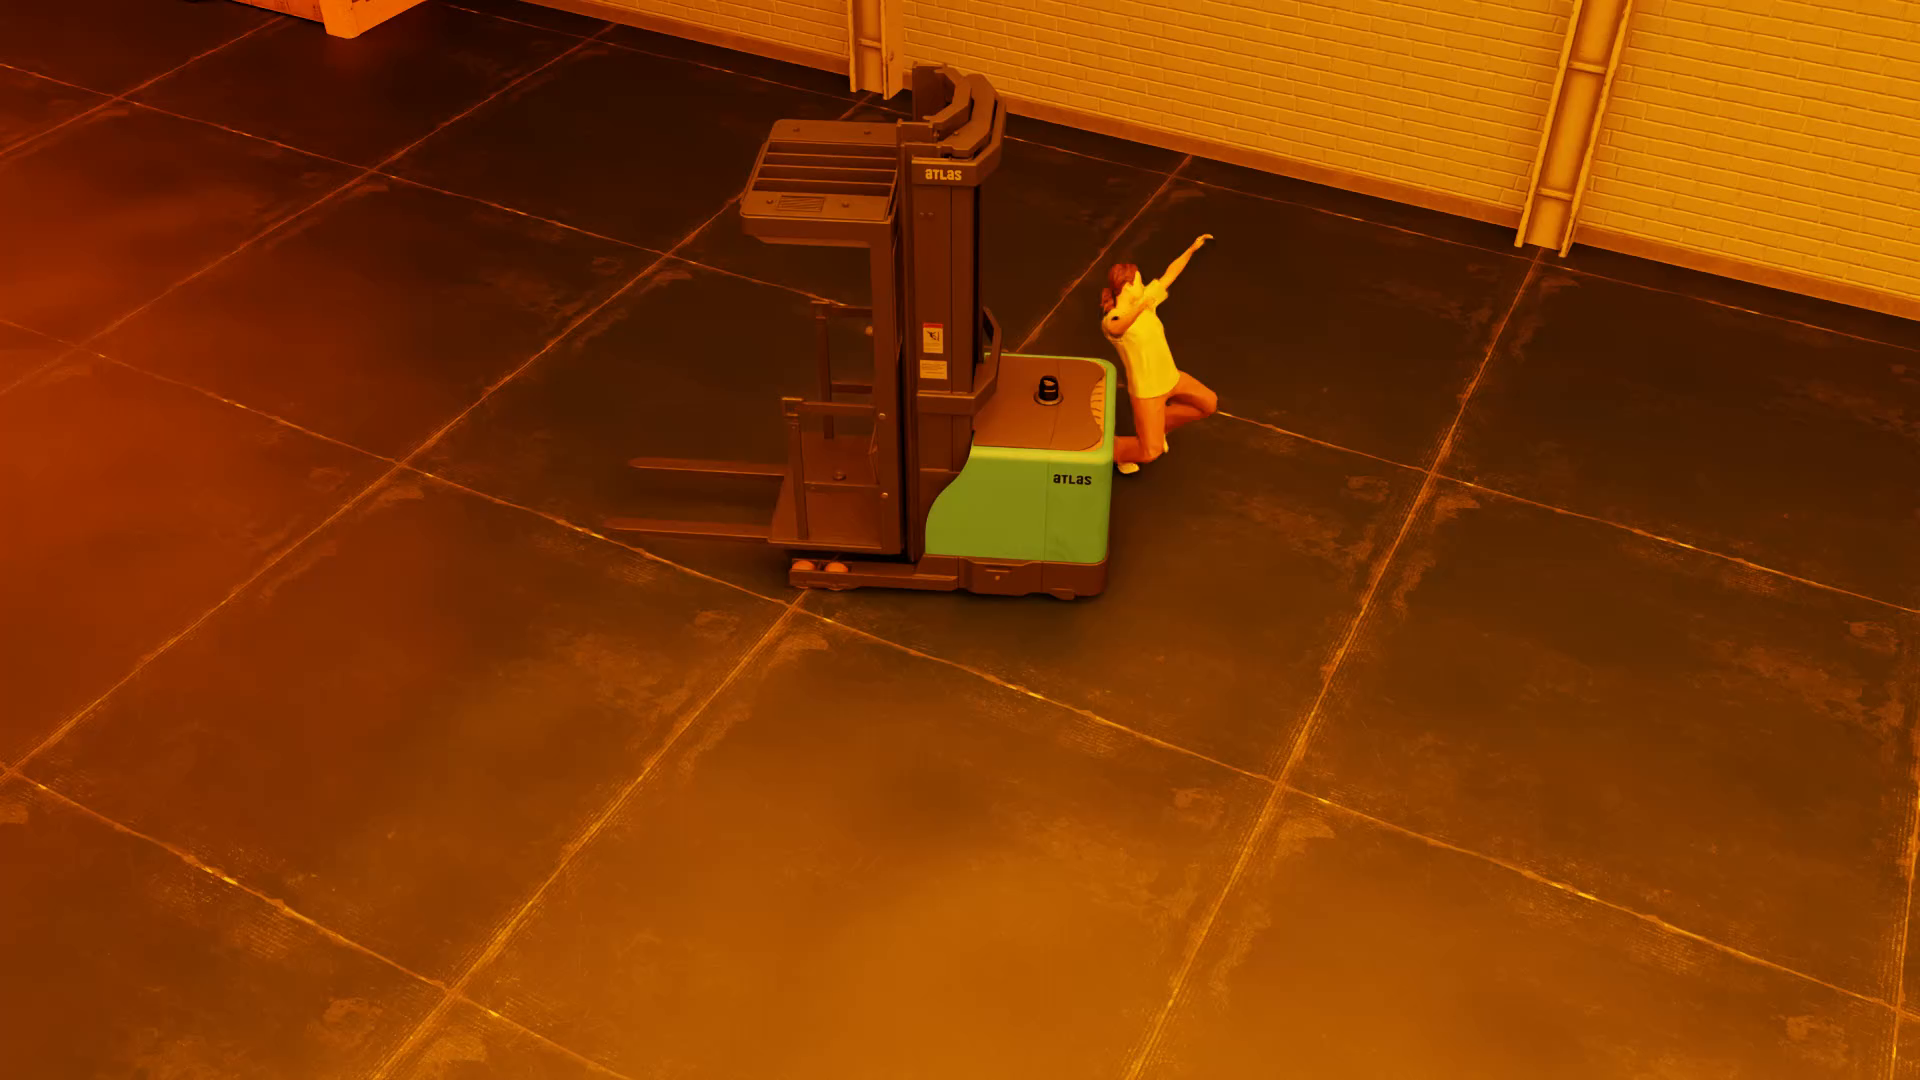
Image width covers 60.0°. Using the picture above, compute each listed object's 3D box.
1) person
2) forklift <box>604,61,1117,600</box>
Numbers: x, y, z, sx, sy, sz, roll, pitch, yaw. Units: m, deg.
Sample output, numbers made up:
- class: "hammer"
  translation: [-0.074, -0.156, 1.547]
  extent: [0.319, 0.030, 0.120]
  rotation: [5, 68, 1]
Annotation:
- class: "person"
  translation: [1.202, -1.103, 10.383]
  extent: [0.725, 1.533, 0.862]
  rotation: [29, 48, 30]
- class: "forklift"
  translation: [-0.606, -1.157, 9.360]
  extent: [3.031, 2.935, 1.130]
  rotation: [3, 40, 4]
